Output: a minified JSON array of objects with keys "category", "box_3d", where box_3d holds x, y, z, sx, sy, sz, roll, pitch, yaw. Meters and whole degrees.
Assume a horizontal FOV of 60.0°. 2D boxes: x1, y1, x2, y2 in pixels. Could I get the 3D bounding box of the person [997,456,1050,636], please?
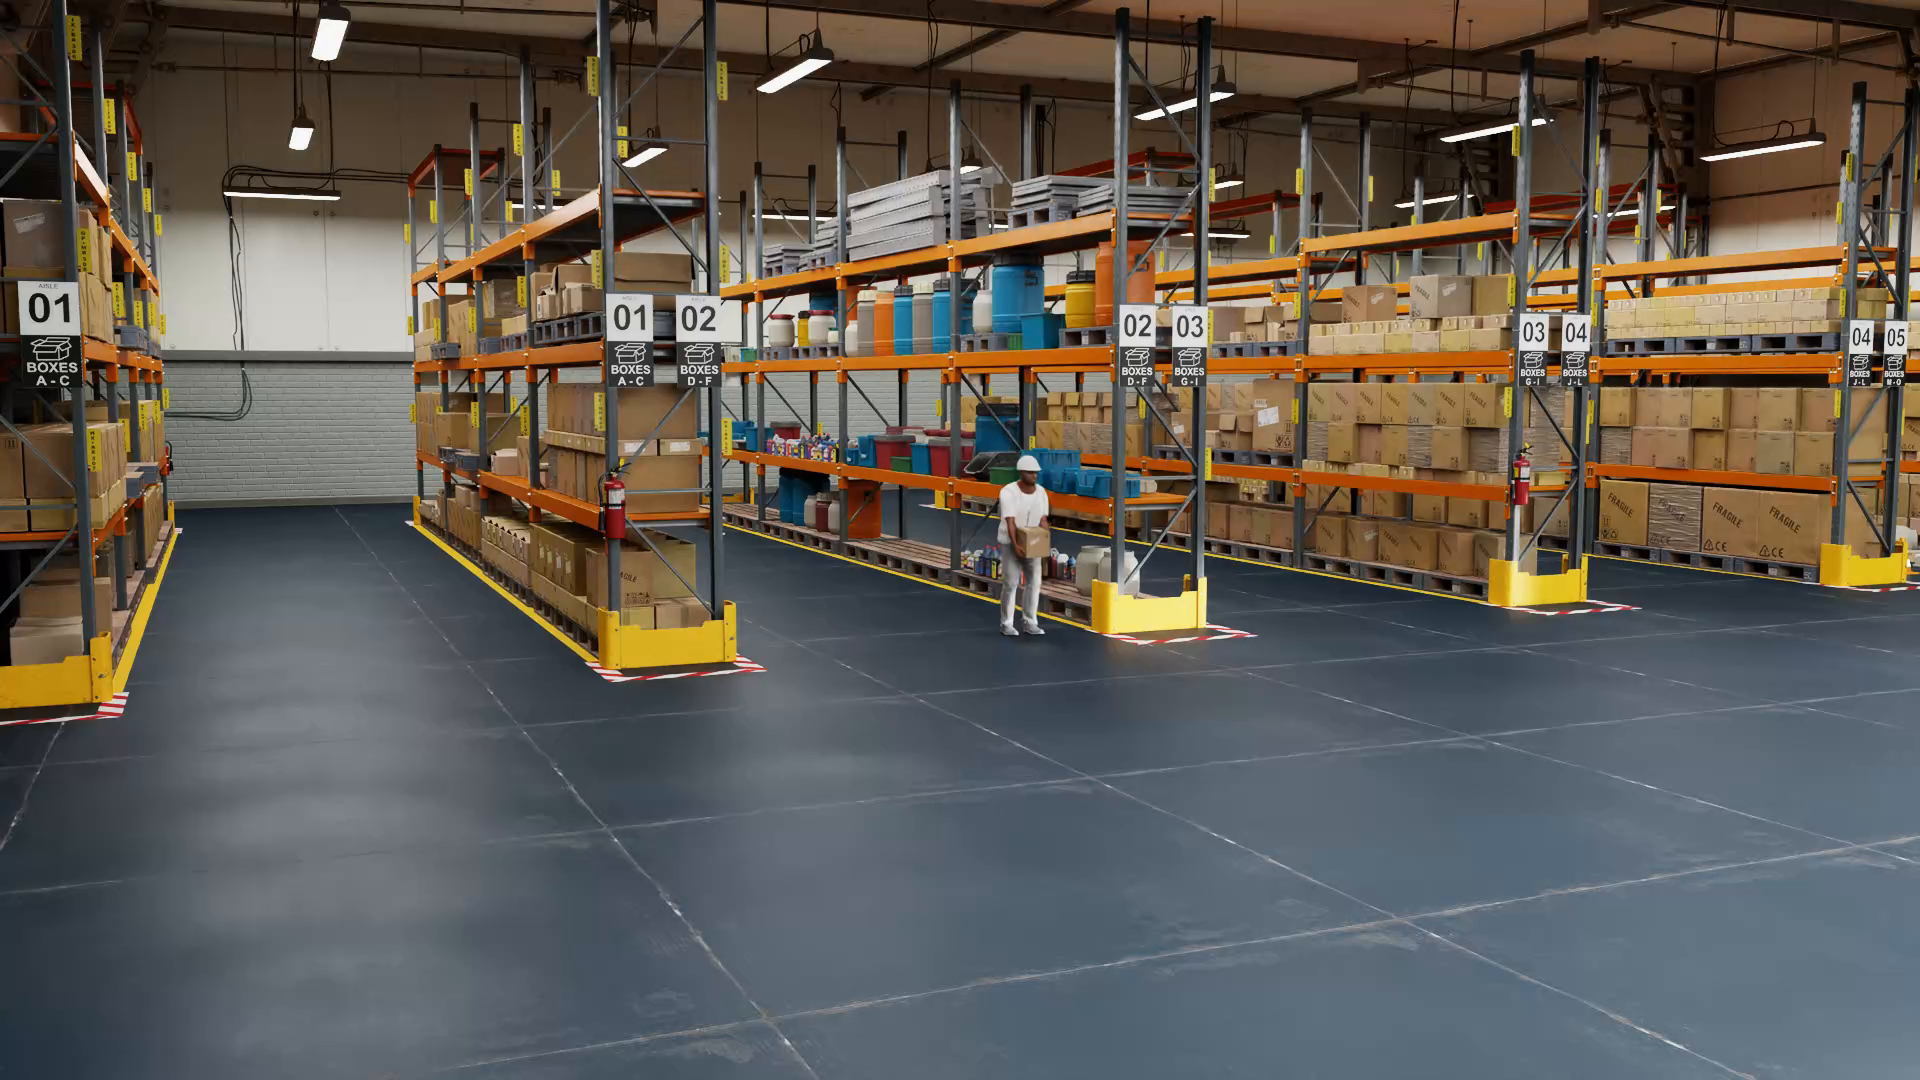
[{"category":"person","box_3d":[0.642,0.055,16.142,0.502,1.747,0.586,-2,6,-25]}]
